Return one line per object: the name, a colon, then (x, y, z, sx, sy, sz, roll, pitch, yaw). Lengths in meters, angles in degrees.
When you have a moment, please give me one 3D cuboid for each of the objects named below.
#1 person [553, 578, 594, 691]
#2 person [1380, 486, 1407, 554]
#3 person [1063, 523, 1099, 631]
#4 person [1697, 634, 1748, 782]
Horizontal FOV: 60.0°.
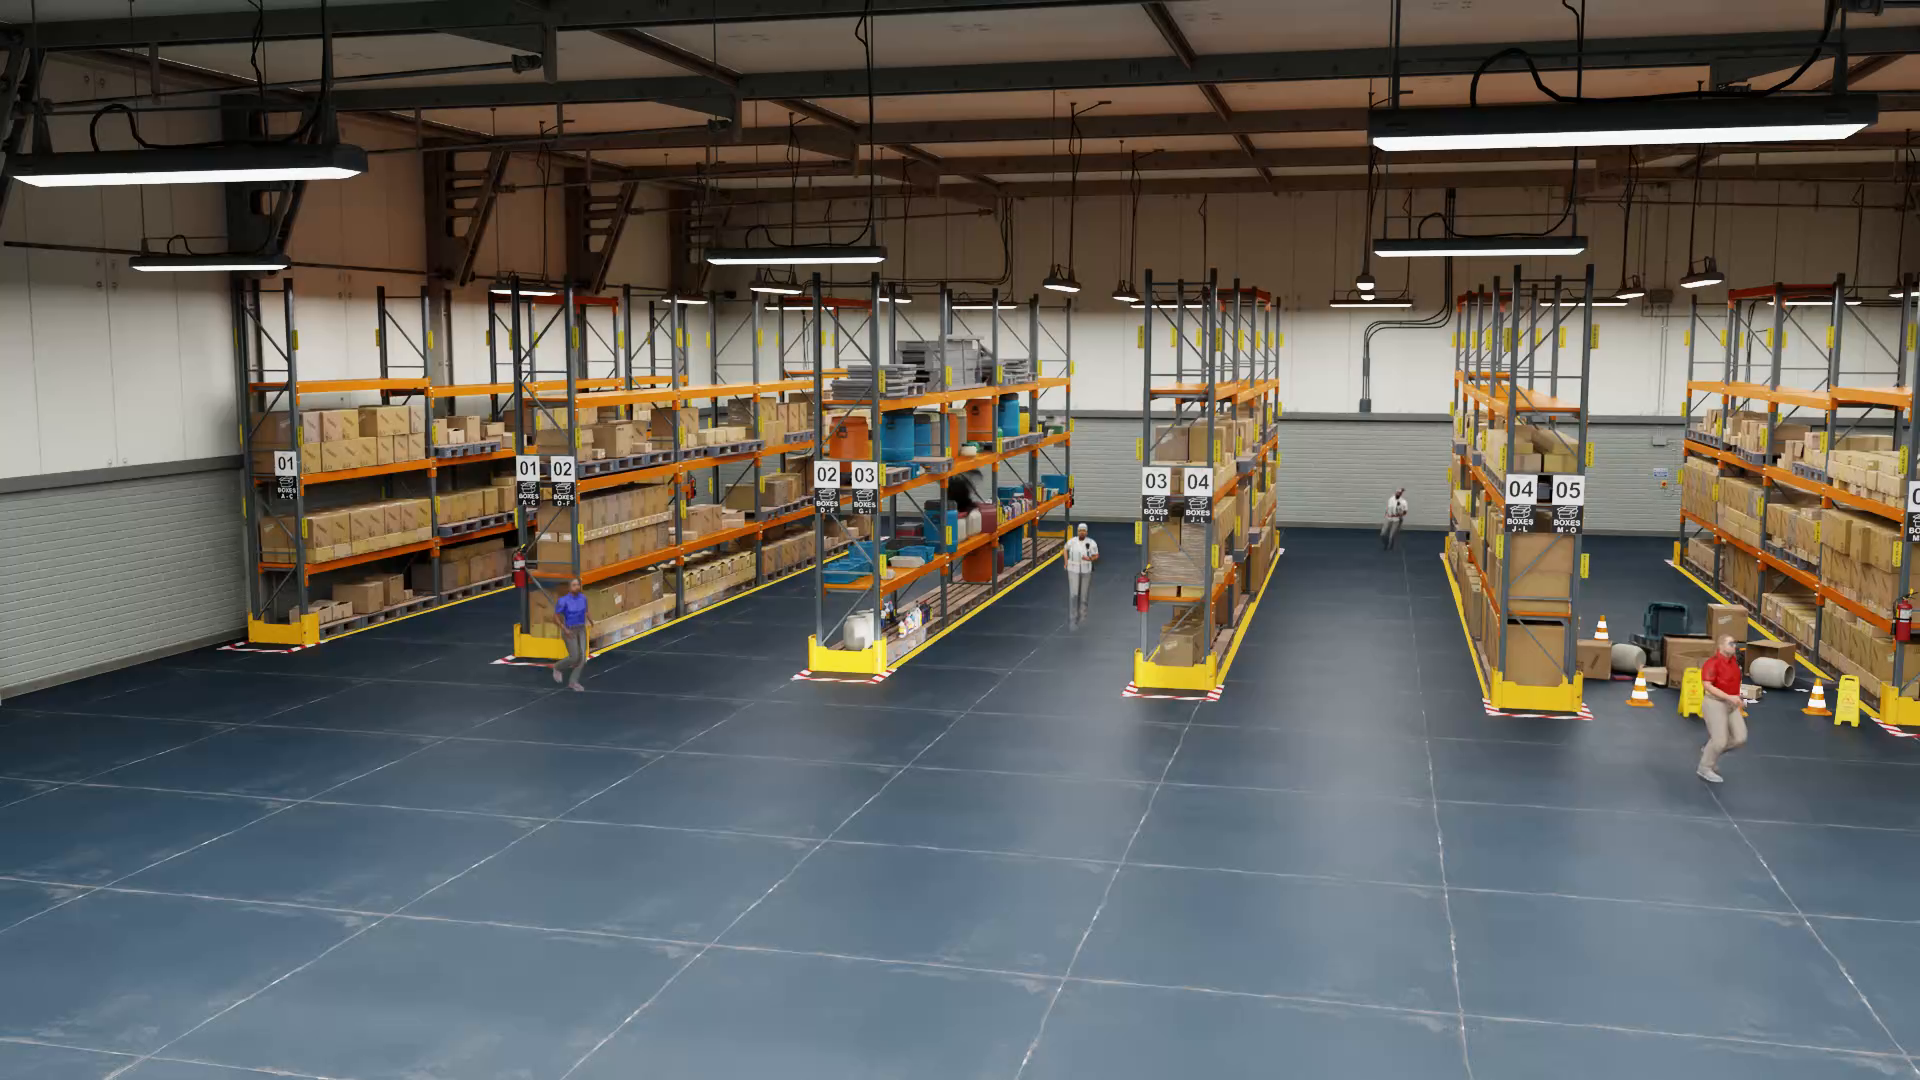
person: (-5.551, 1.347, 23.947, 0.597, 1.628, 0.572, 6, 9, 41)
person: (10.113, -0.458, 38.800, 0.655, 1.628, 0.563, 6, 9, 41)
person: (2.011, 0.604, 27.688, 0.587, 1.778, 0.653, 0, 7, 2)
person: (8.719, 1.912, 18.918, 0.696, 1.696, 0.581, -5, 8, -34)
